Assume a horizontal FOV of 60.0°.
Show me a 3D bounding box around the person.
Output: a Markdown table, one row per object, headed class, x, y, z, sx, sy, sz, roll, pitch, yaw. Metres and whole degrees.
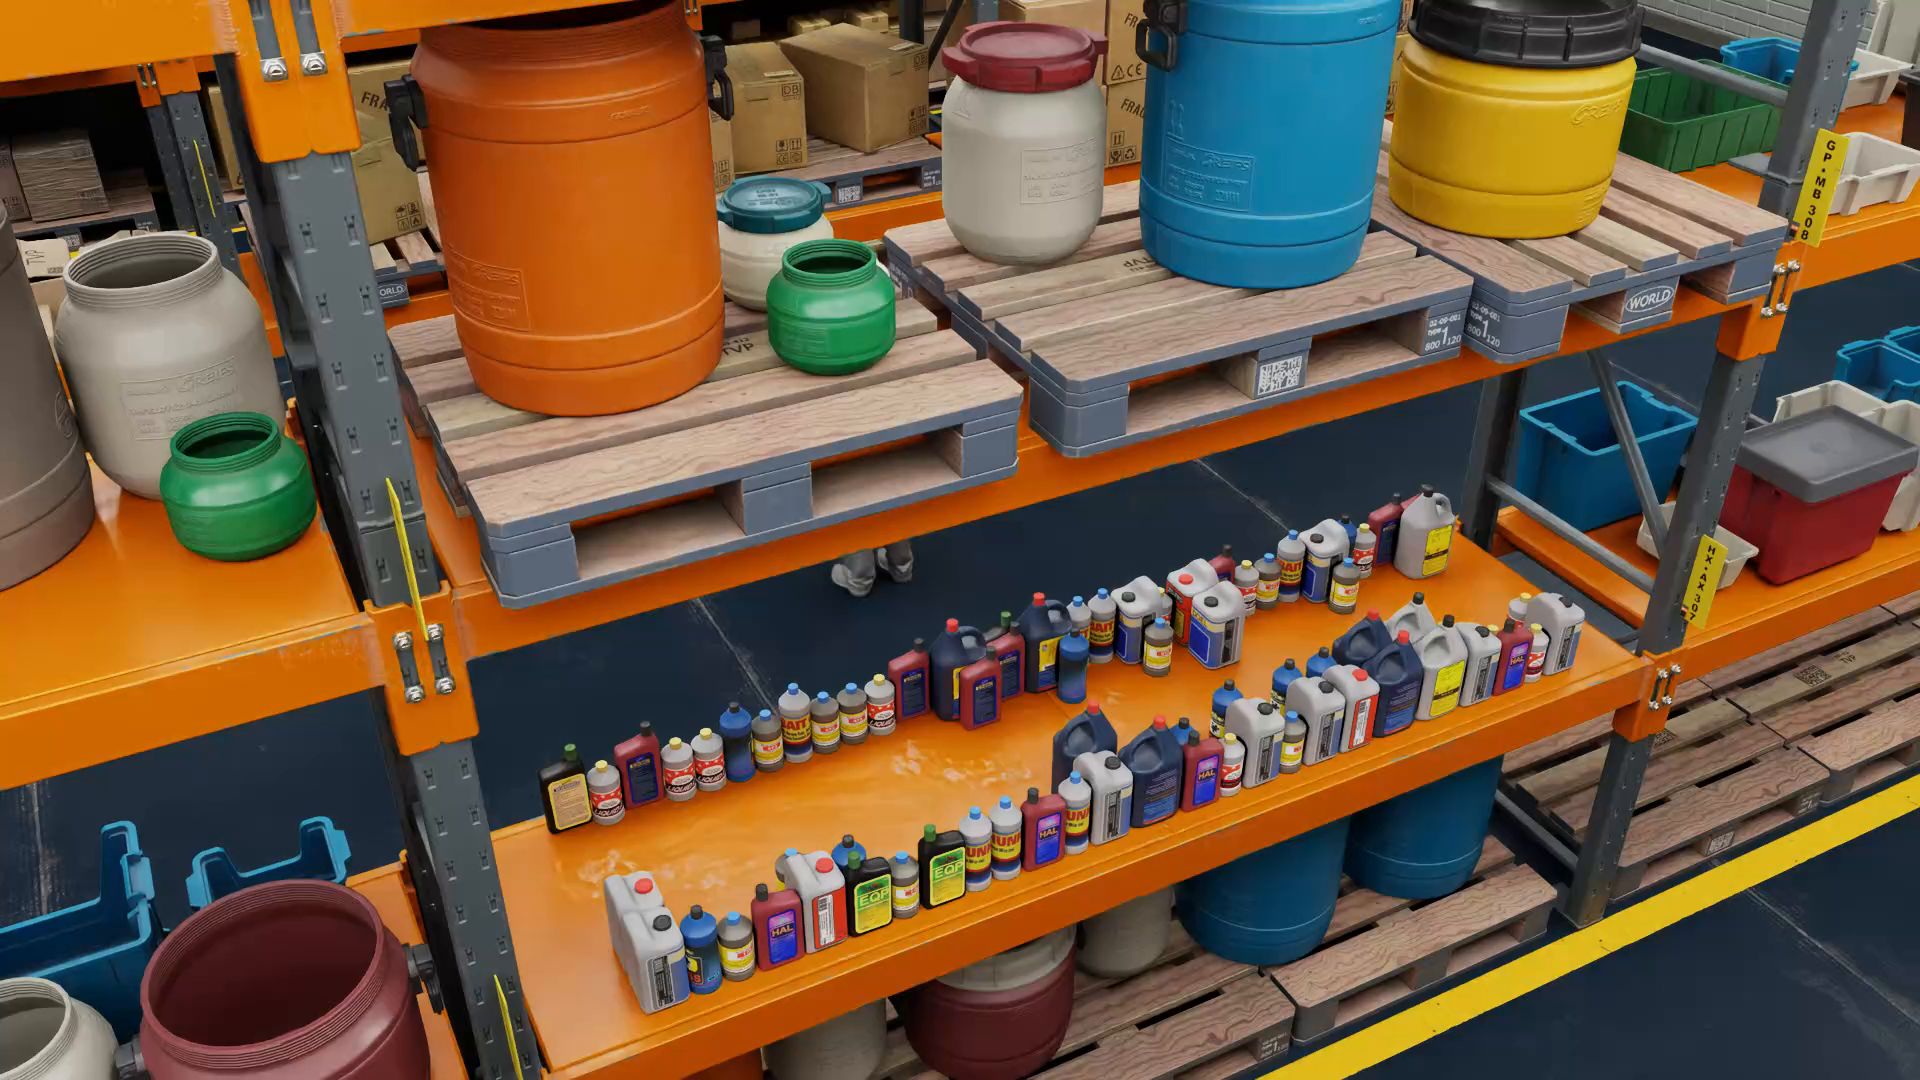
| class | x | y | z | sx | sy | sz | roll | pitch | yaw |
| --- | --- | --- | --- | --- | --- | --- | --- | --- | --- |
| person | -0.448 | -0.540 | 7.957 | 0.536 | 1.781 | 0.375 | -15 | 36 | -22 |
